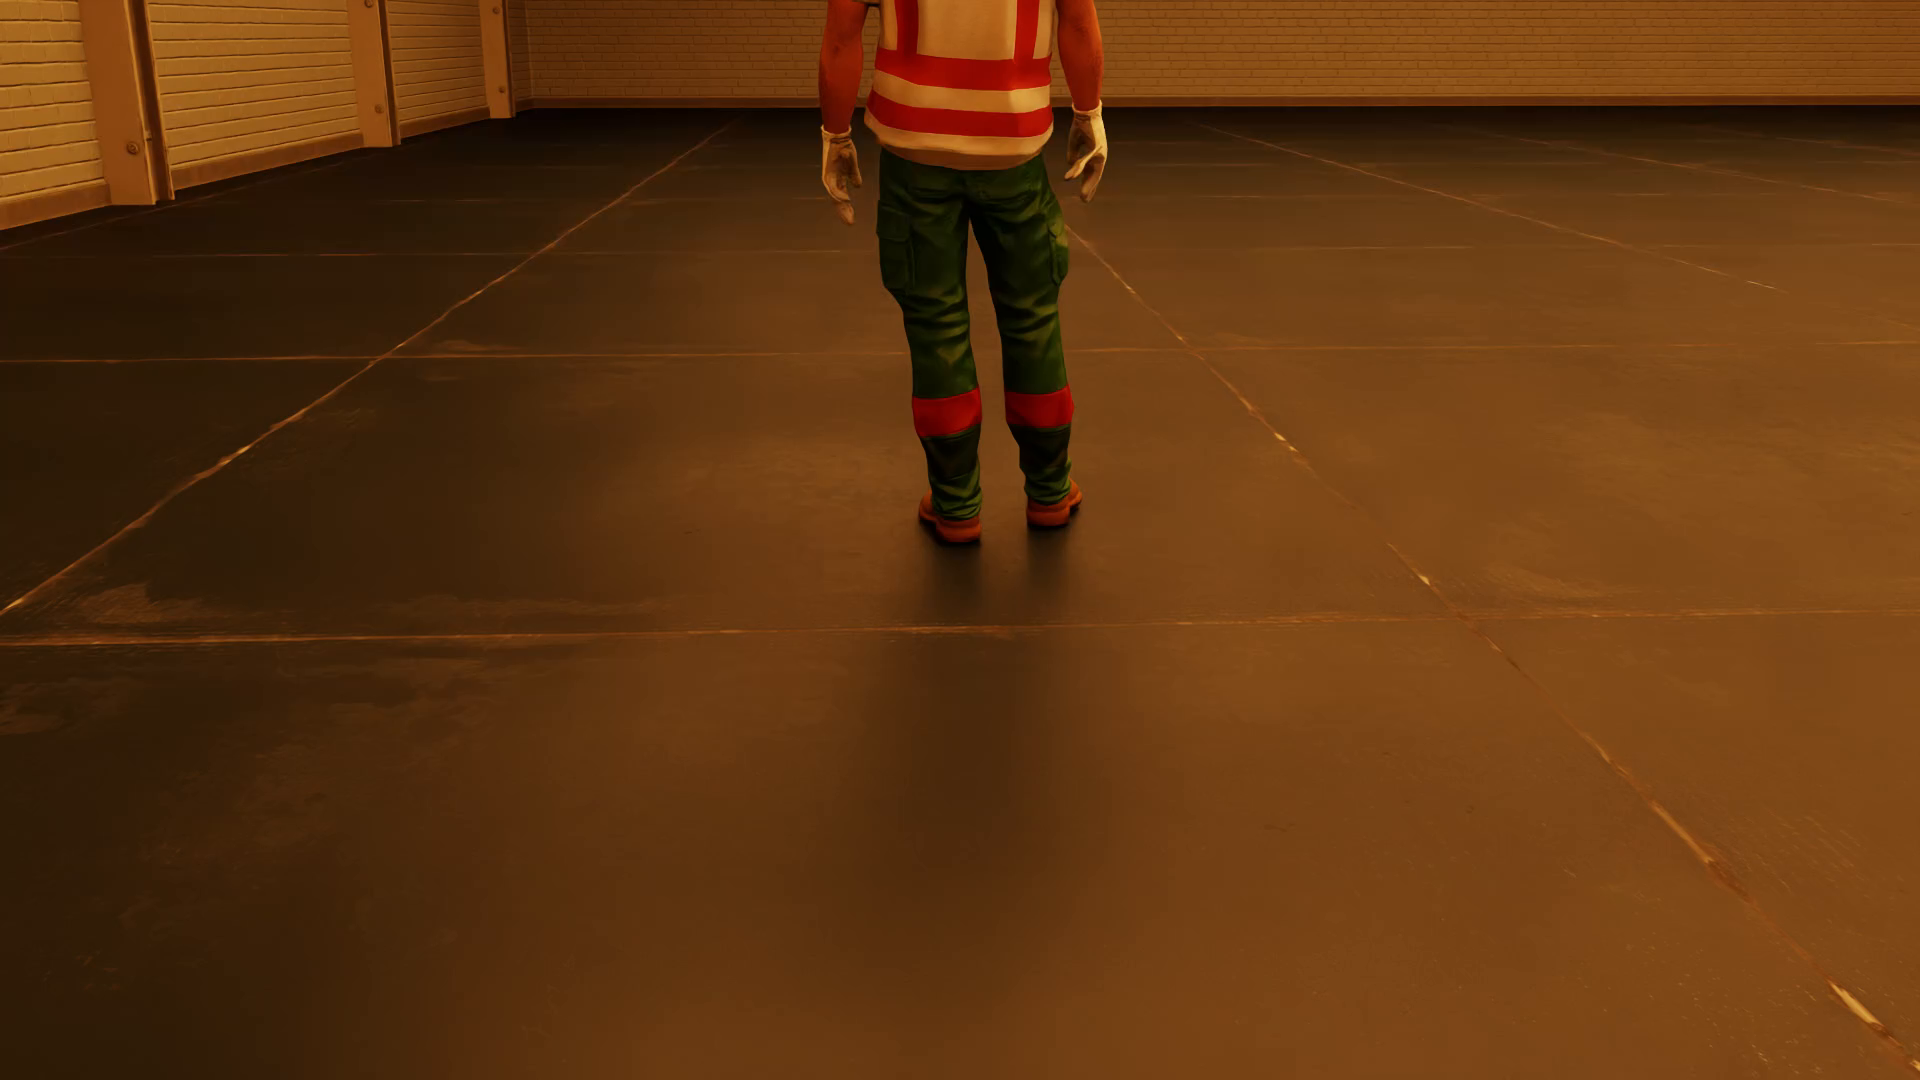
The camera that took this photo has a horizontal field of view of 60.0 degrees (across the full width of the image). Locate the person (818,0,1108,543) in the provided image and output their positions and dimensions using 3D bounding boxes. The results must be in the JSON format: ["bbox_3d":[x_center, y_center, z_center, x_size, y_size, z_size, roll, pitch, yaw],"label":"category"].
[{"bbox_3d":[0.009,-0.886,3.731,0.637,1.787,0.564,-1,17,-3],"label":"person"}]
